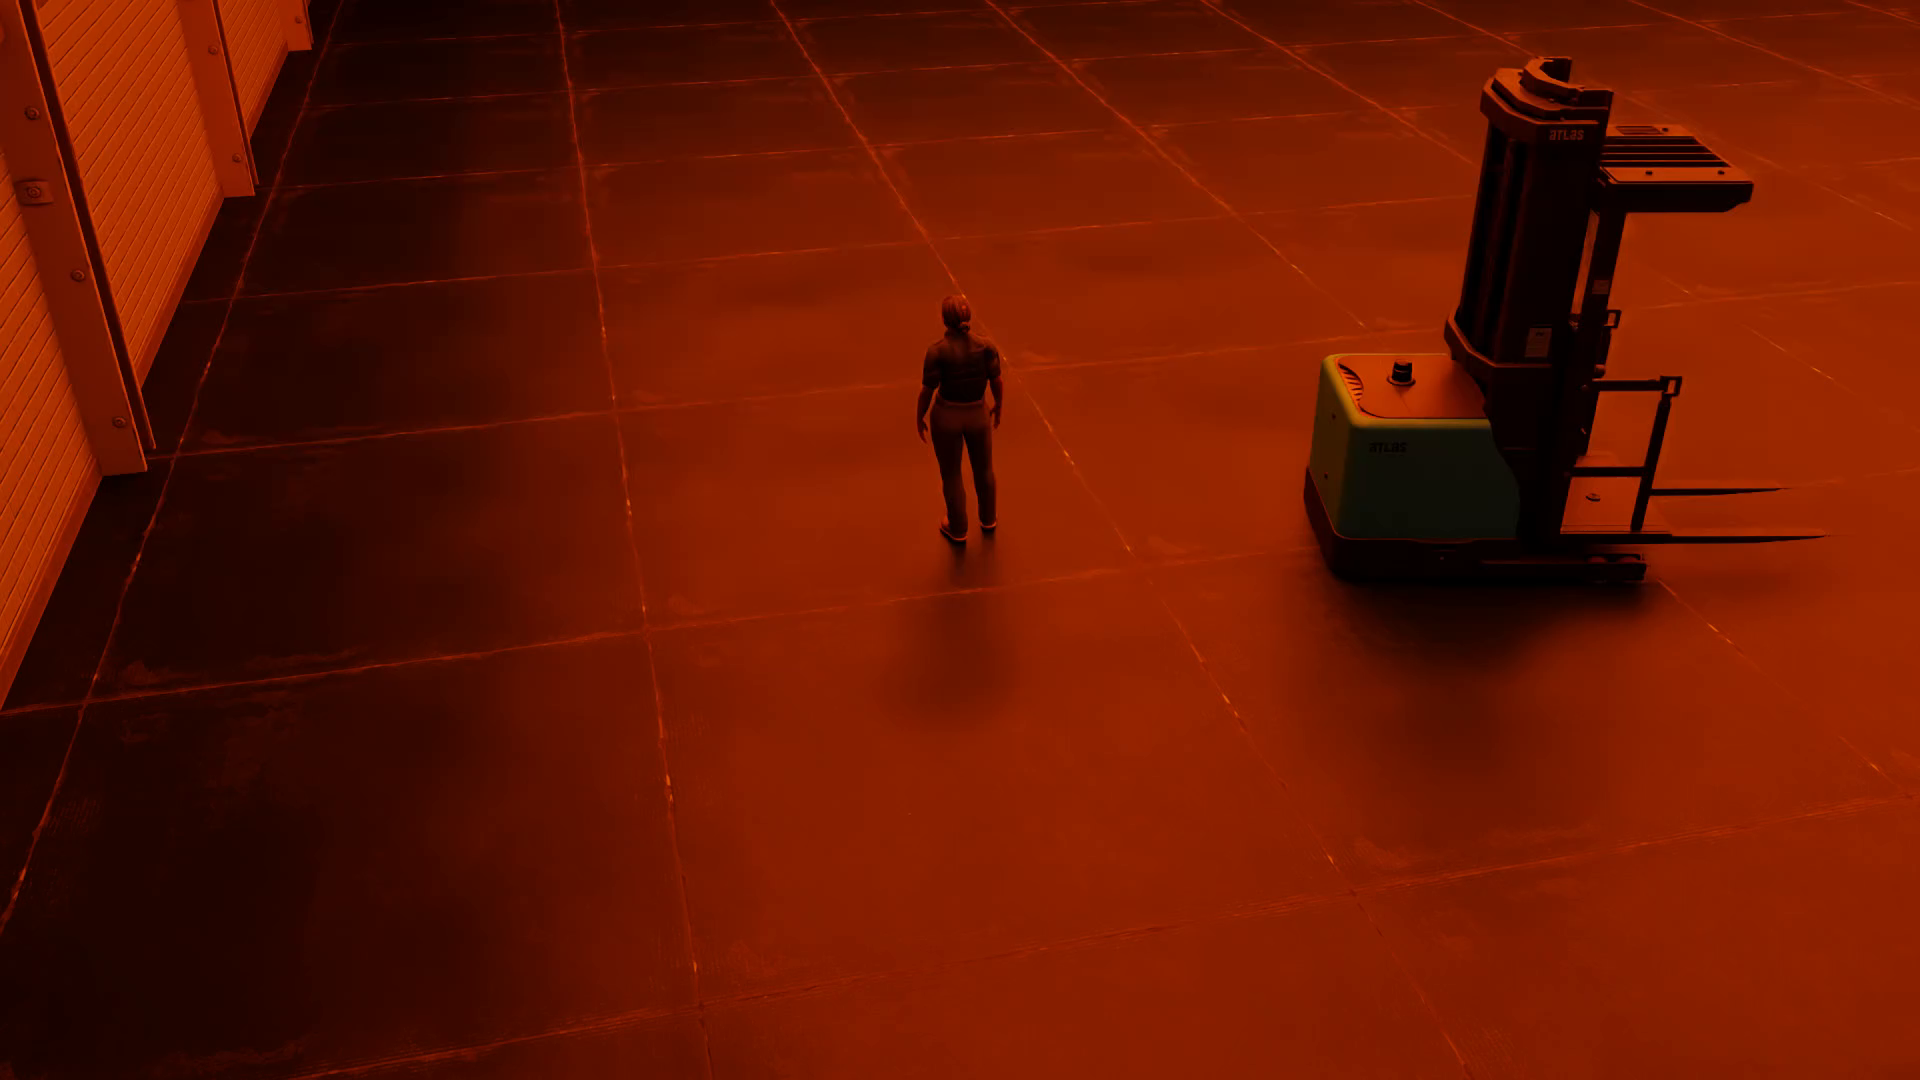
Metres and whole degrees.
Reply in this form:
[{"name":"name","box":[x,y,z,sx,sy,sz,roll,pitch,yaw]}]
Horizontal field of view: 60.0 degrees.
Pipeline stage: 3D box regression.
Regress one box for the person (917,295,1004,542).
[{"name":"person","box":[-0.001,-0.767,10.160,0.569,1.654,0.504,-7,31,-12]}]

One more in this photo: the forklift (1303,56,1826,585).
[{"name":"forklift","box":[3.752,-1.267,9.764,3.031,2.935,1.130,0,30,0]}]
